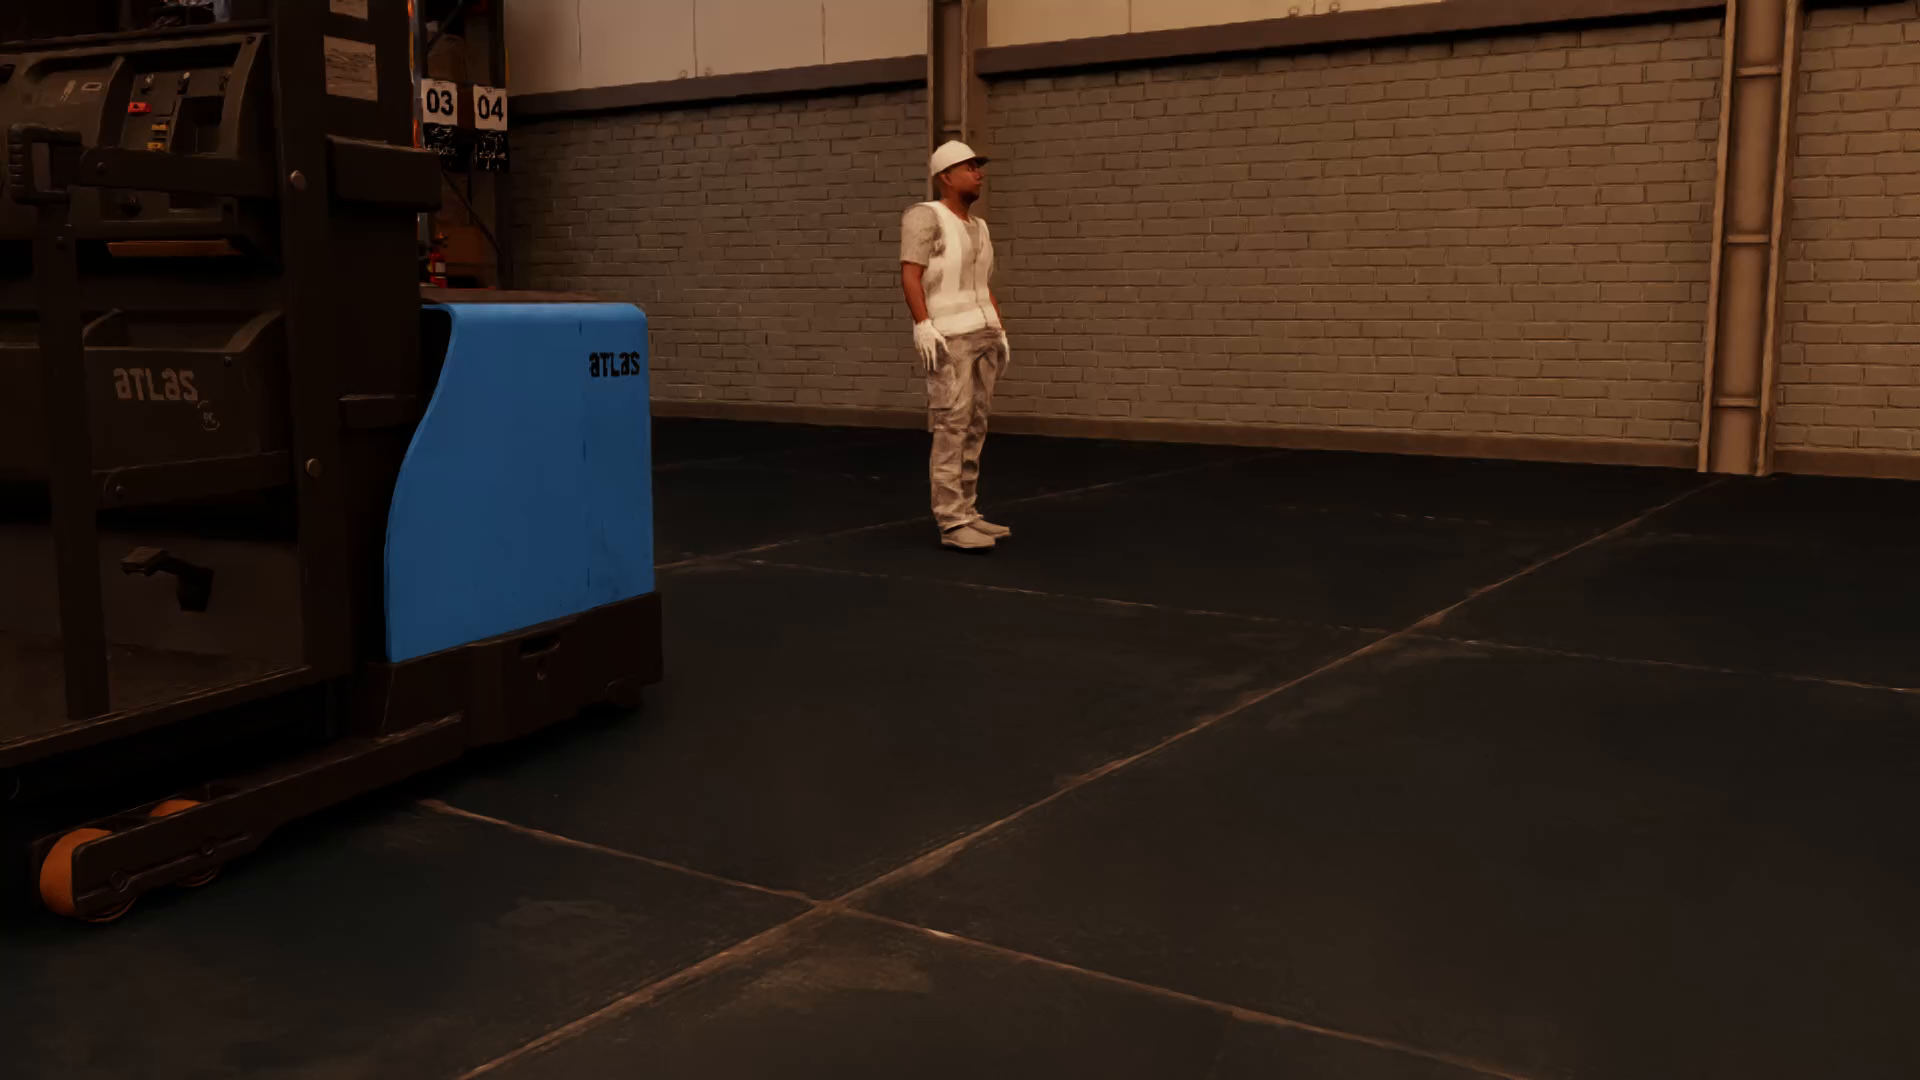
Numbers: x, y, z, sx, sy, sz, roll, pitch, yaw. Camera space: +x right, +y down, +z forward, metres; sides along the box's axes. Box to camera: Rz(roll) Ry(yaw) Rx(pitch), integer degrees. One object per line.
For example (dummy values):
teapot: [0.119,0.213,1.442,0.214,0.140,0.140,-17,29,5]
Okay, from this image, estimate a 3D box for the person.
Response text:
person: [0.055,-0.883,7.431,0.576,1.782,0.655,5,10,34]

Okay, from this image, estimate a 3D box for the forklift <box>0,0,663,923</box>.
forklift: [-1.859,-0.850,3.171,1.130,2.935,3.031,4,9,24]
